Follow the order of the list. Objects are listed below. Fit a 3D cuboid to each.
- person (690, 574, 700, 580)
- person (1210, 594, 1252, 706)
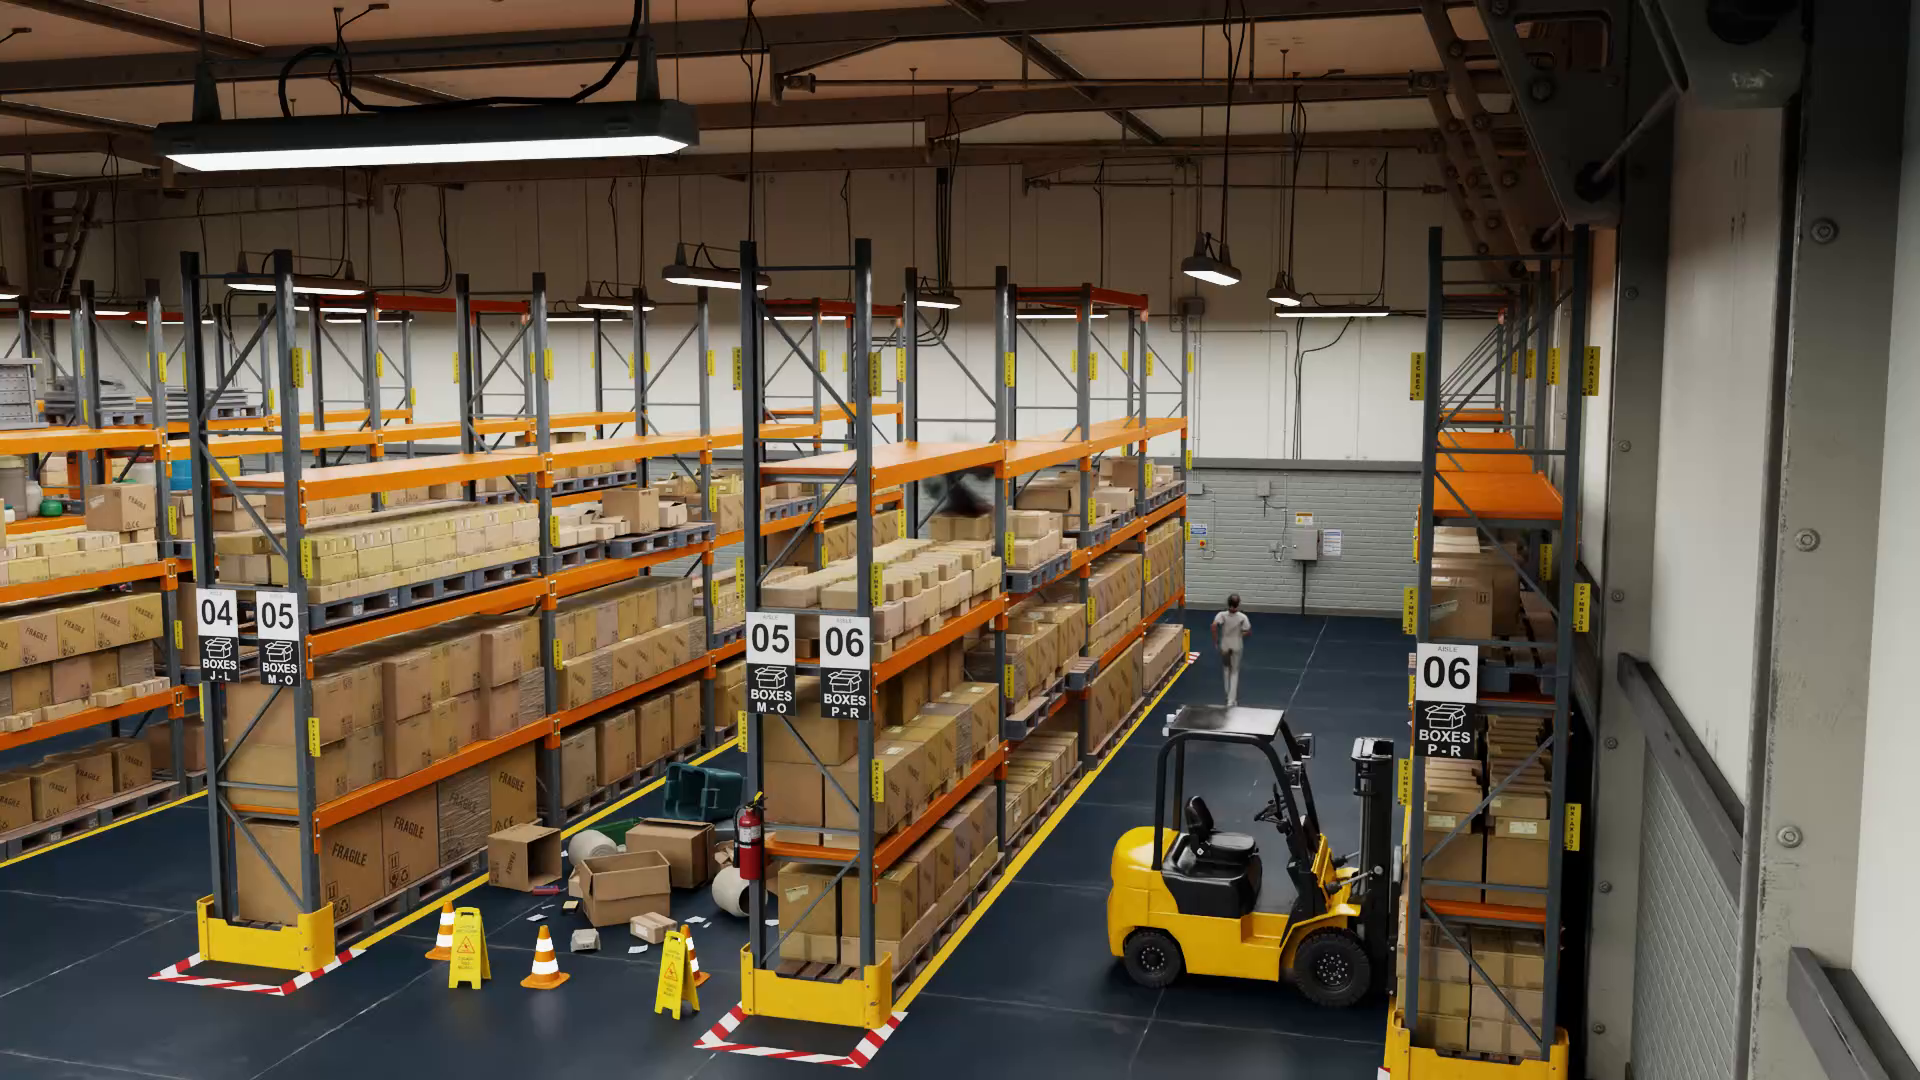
[{"bbox_3d":[-4.170,1.382,26.449,0.660,1.696,0.601,3,7,23],"label":"person"},{"bbox_3d":[3.961,1.636,24.269,0.566,1.710,0.722,2,7,18],"label":"person"}]
